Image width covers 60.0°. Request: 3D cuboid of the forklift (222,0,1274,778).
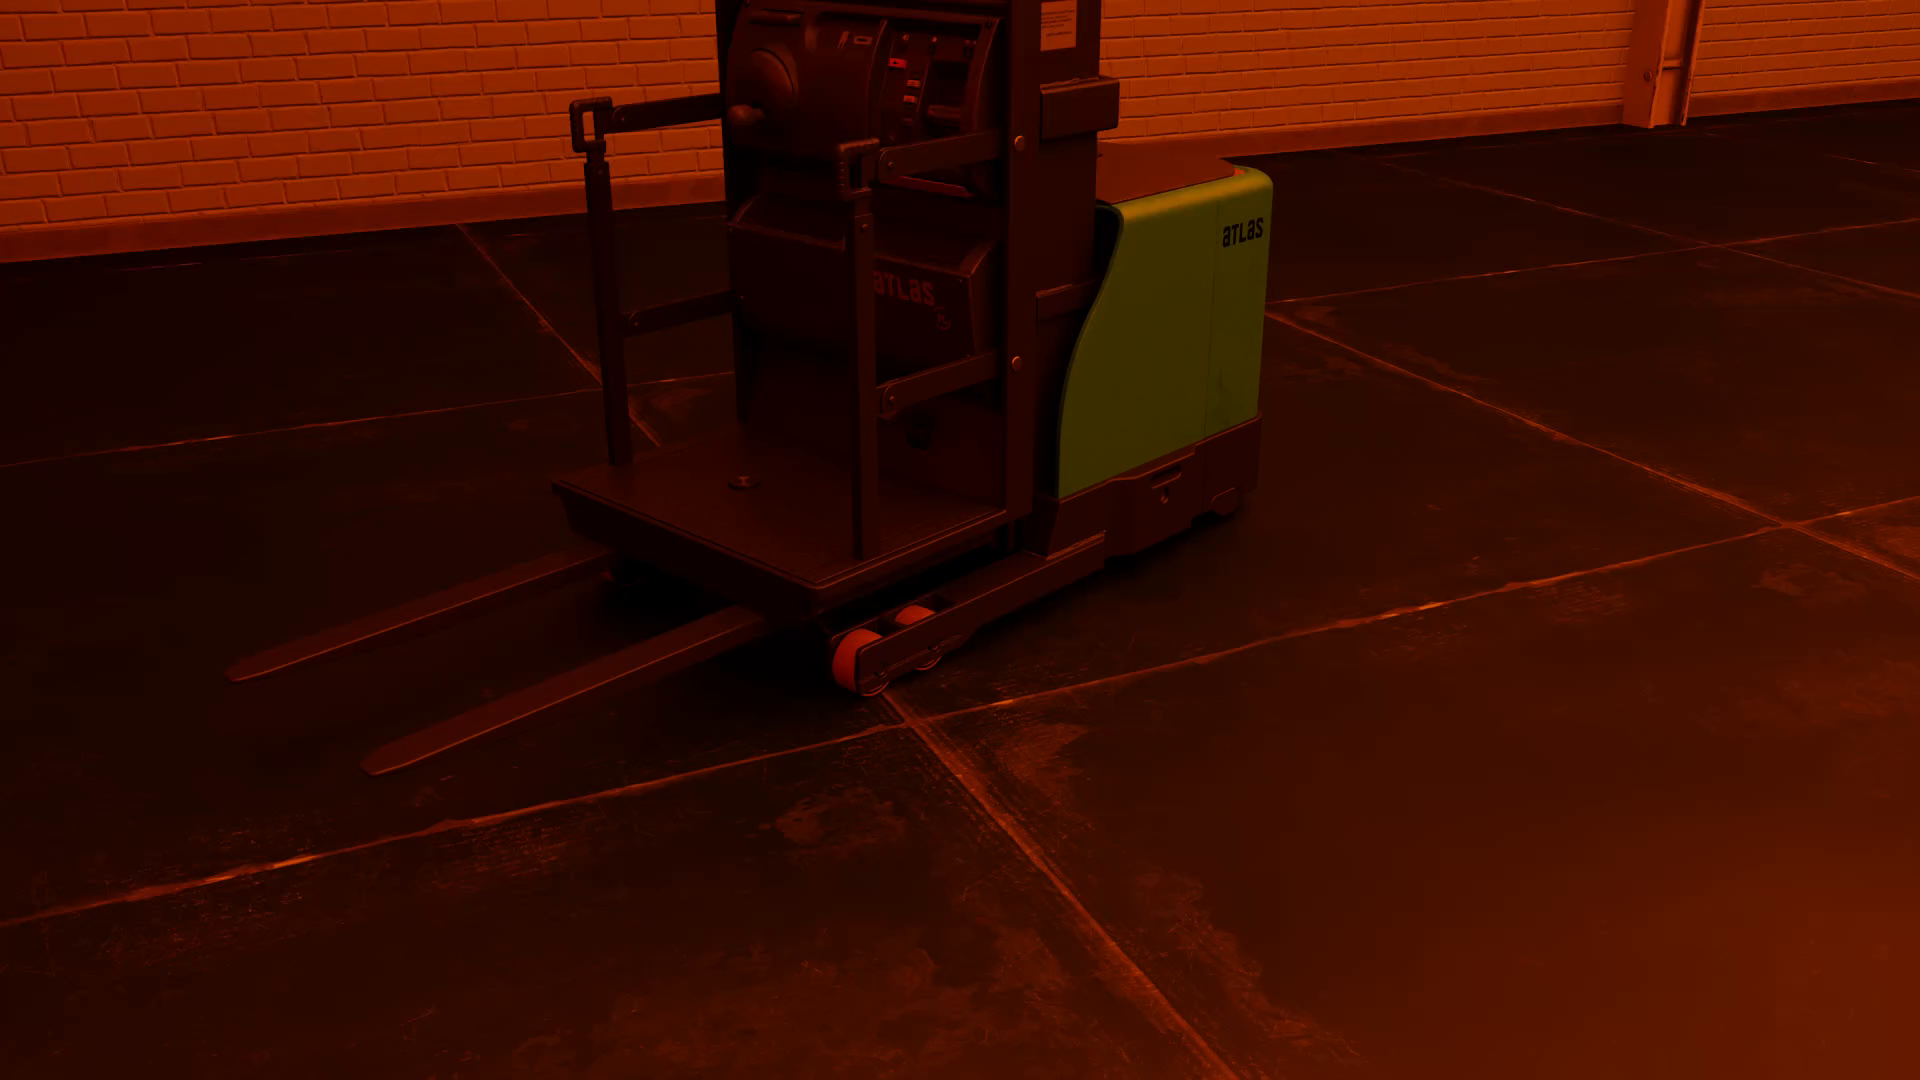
[{"bbox_3d":[-0.413,-1.182,4.131,1.130,2.935,3.031,19,29,39],"label":"forklift"}]
